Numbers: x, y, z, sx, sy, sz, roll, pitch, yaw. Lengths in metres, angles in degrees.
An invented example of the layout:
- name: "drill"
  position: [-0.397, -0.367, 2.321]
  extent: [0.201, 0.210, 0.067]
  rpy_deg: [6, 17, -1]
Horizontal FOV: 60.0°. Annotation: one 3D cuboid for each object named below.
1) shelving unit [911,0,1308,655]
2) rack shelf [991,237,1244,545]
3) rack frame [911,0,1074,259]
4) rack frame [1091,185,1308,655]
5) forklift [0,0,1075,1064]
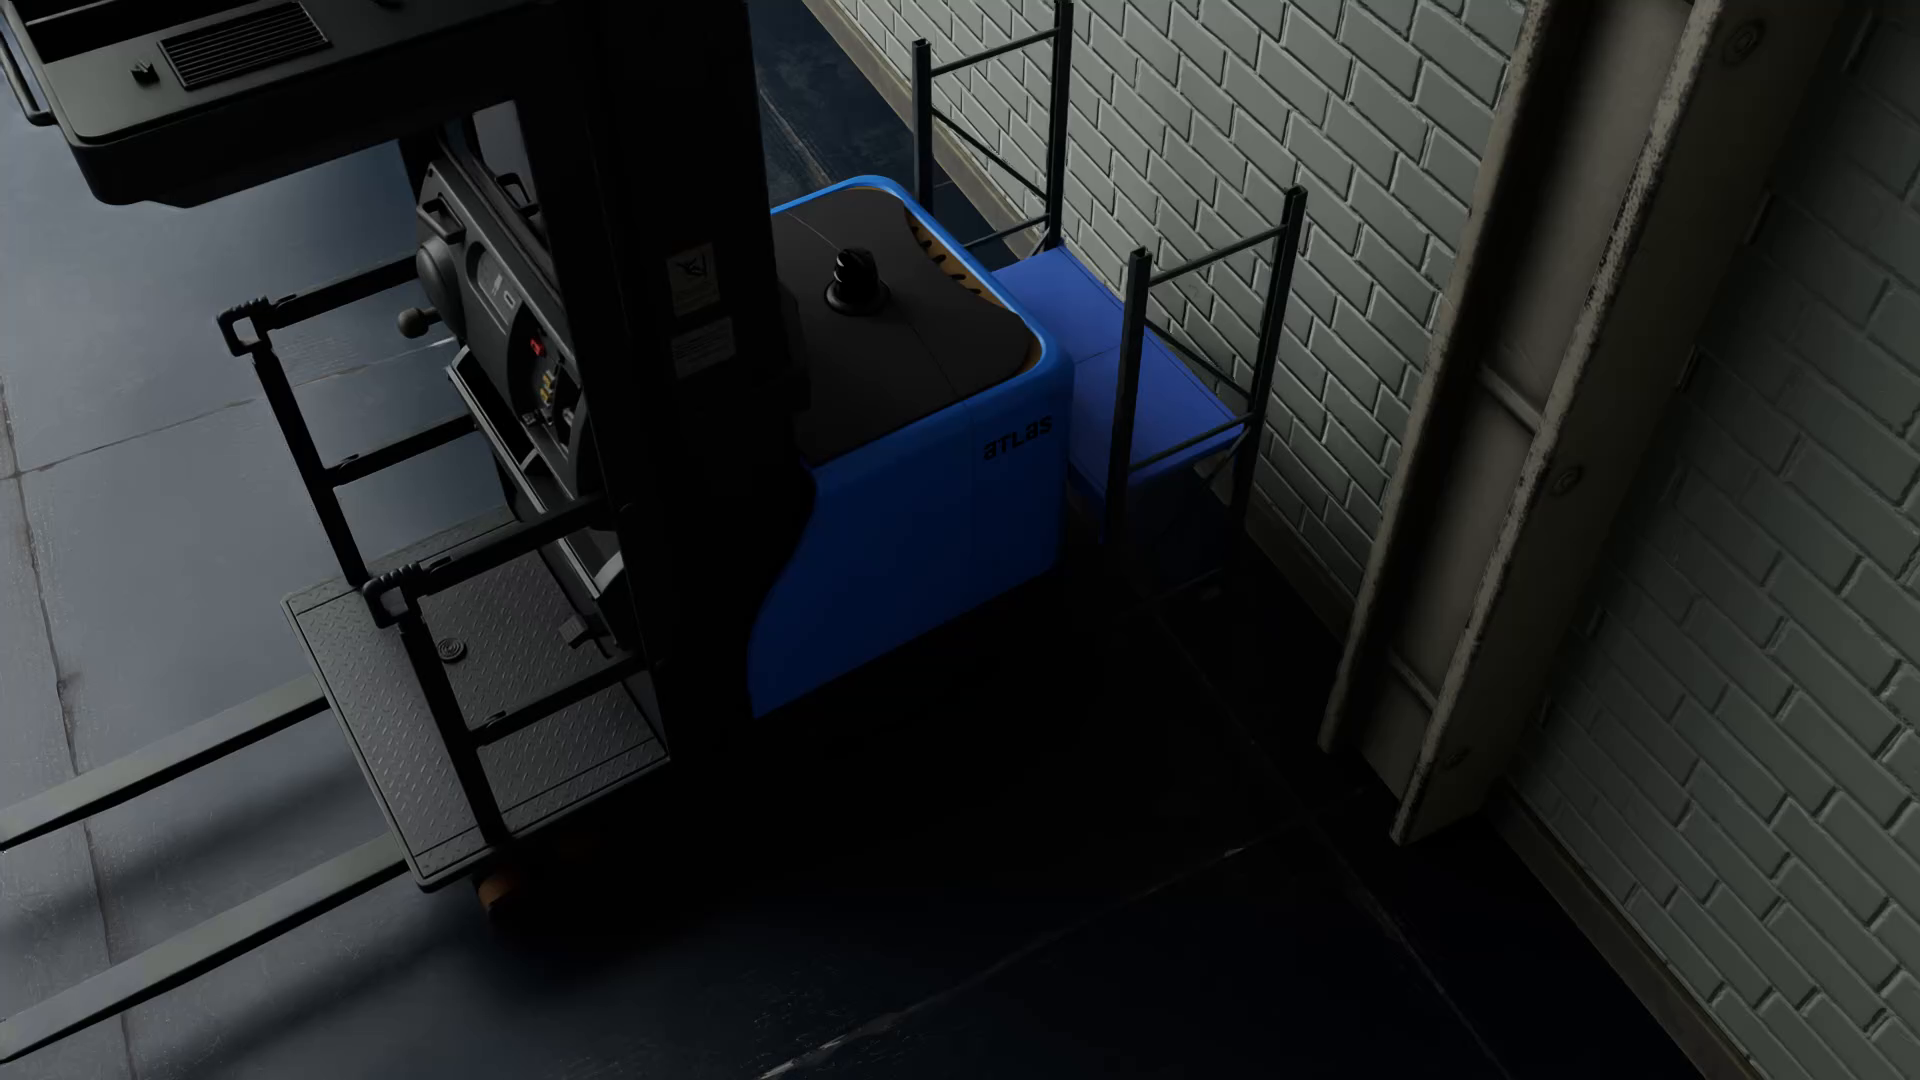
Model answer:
- name: "shelving unit"
  position: [0.353, -0.585, 4.765]
  extent: [0.538, 1.500, 1.048]
  rpy_deg: [-24, 53, -20]
- name: "rack shelf"
  position: [0.353, -0.467, 4.901]
  extent: [0.538, 0.185, 1.000]
  rpy_deg: [-24, 53, -20]
- name: "rack frame"
  position: [0.092, -0.913, 5.053]
  extent: [0.500, 1.500, 0.032]
  rpy_deg: [-24, 53, -20]
- name: "rack frame"
  position: [0.614, -0.257, 4.478]
  extent: [0.500, 1.500, 0.032]
  rpy_deg: [-24, 53, -20]
- name: "forklift"
  position: [-1.205, -0.419, 3.669]
  extent: [3.031, 2.935, 1.130]
  rpy_deg: [-26, 54, -21]
